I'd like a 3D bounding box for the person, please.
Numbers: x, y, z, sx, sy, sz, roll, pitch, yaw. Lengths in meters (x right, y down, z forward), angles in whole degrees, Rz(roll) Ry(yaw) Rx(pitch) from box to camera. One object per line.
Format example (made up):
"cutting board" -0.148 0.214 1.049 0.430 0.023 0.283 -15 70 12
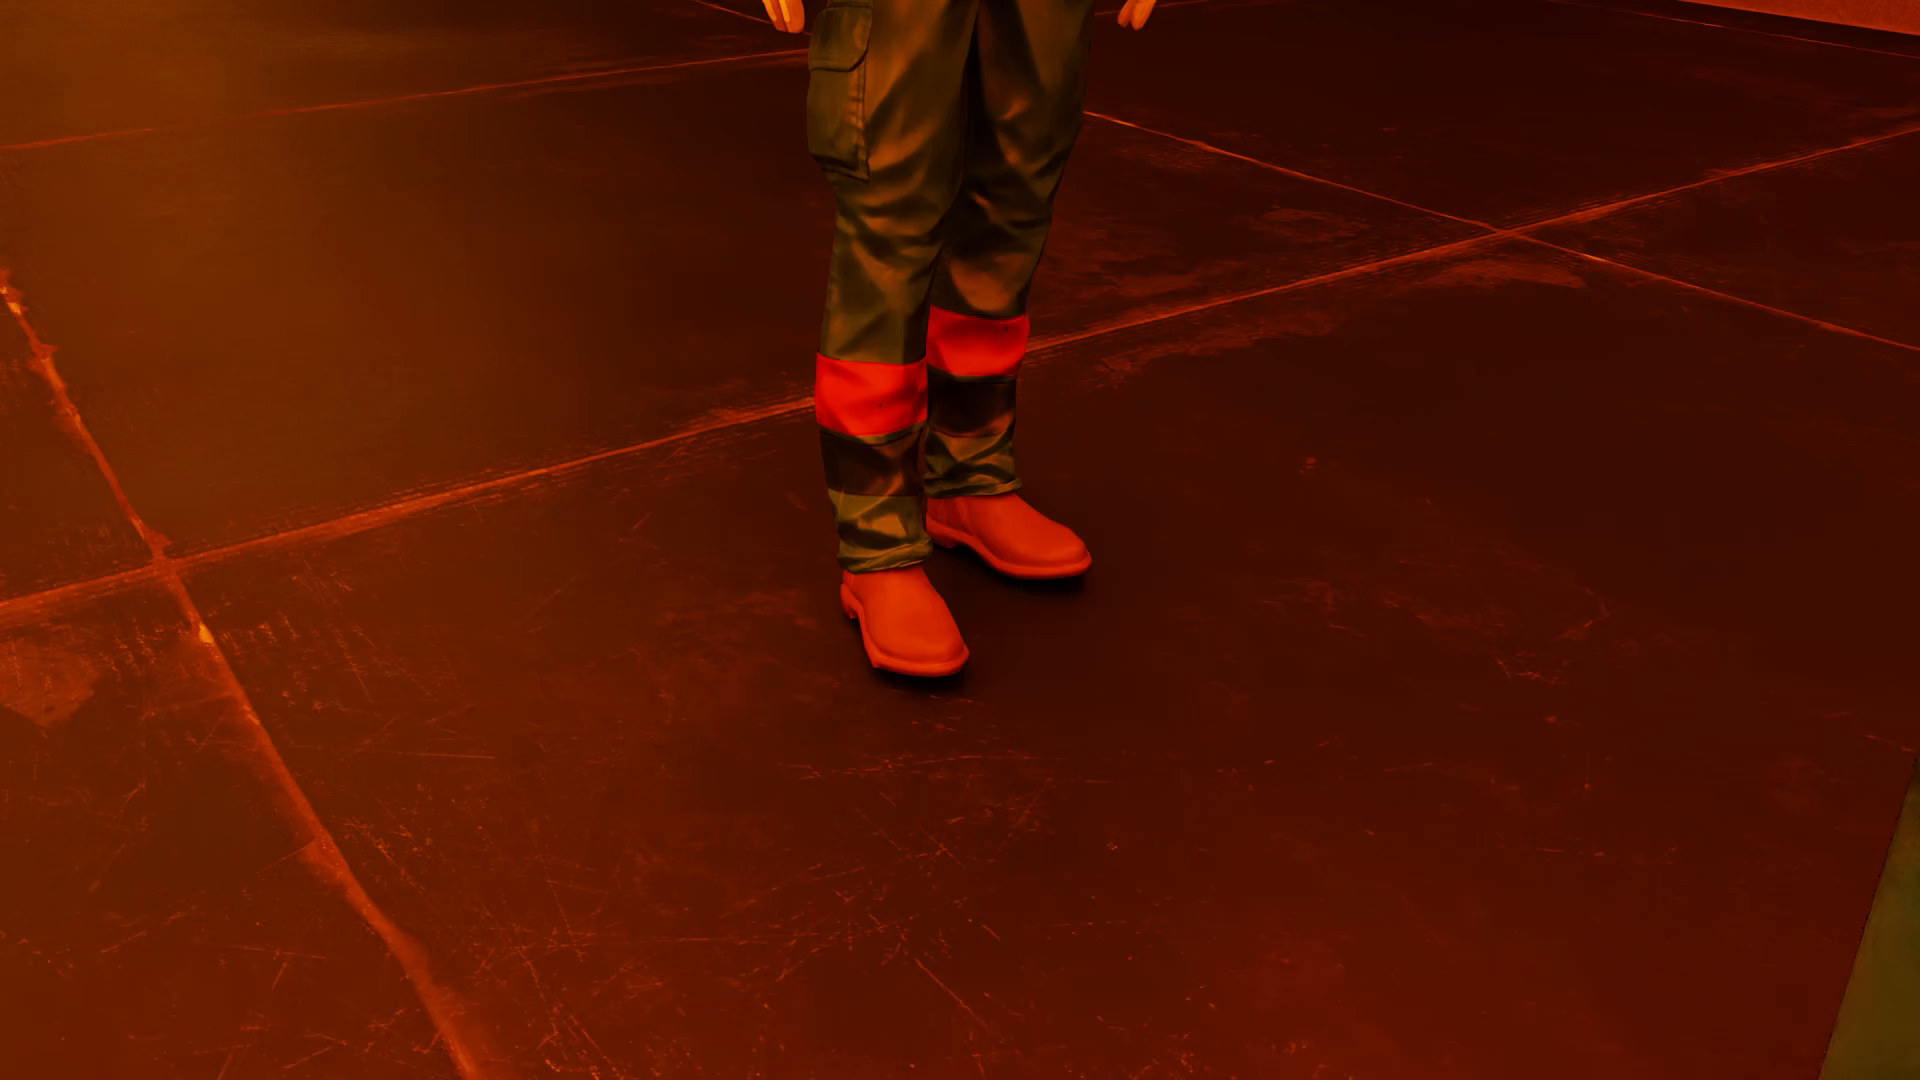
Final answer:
"person" 0.035 -0.774 2.031 0.637 1.787 0.564 -17 31 -31
